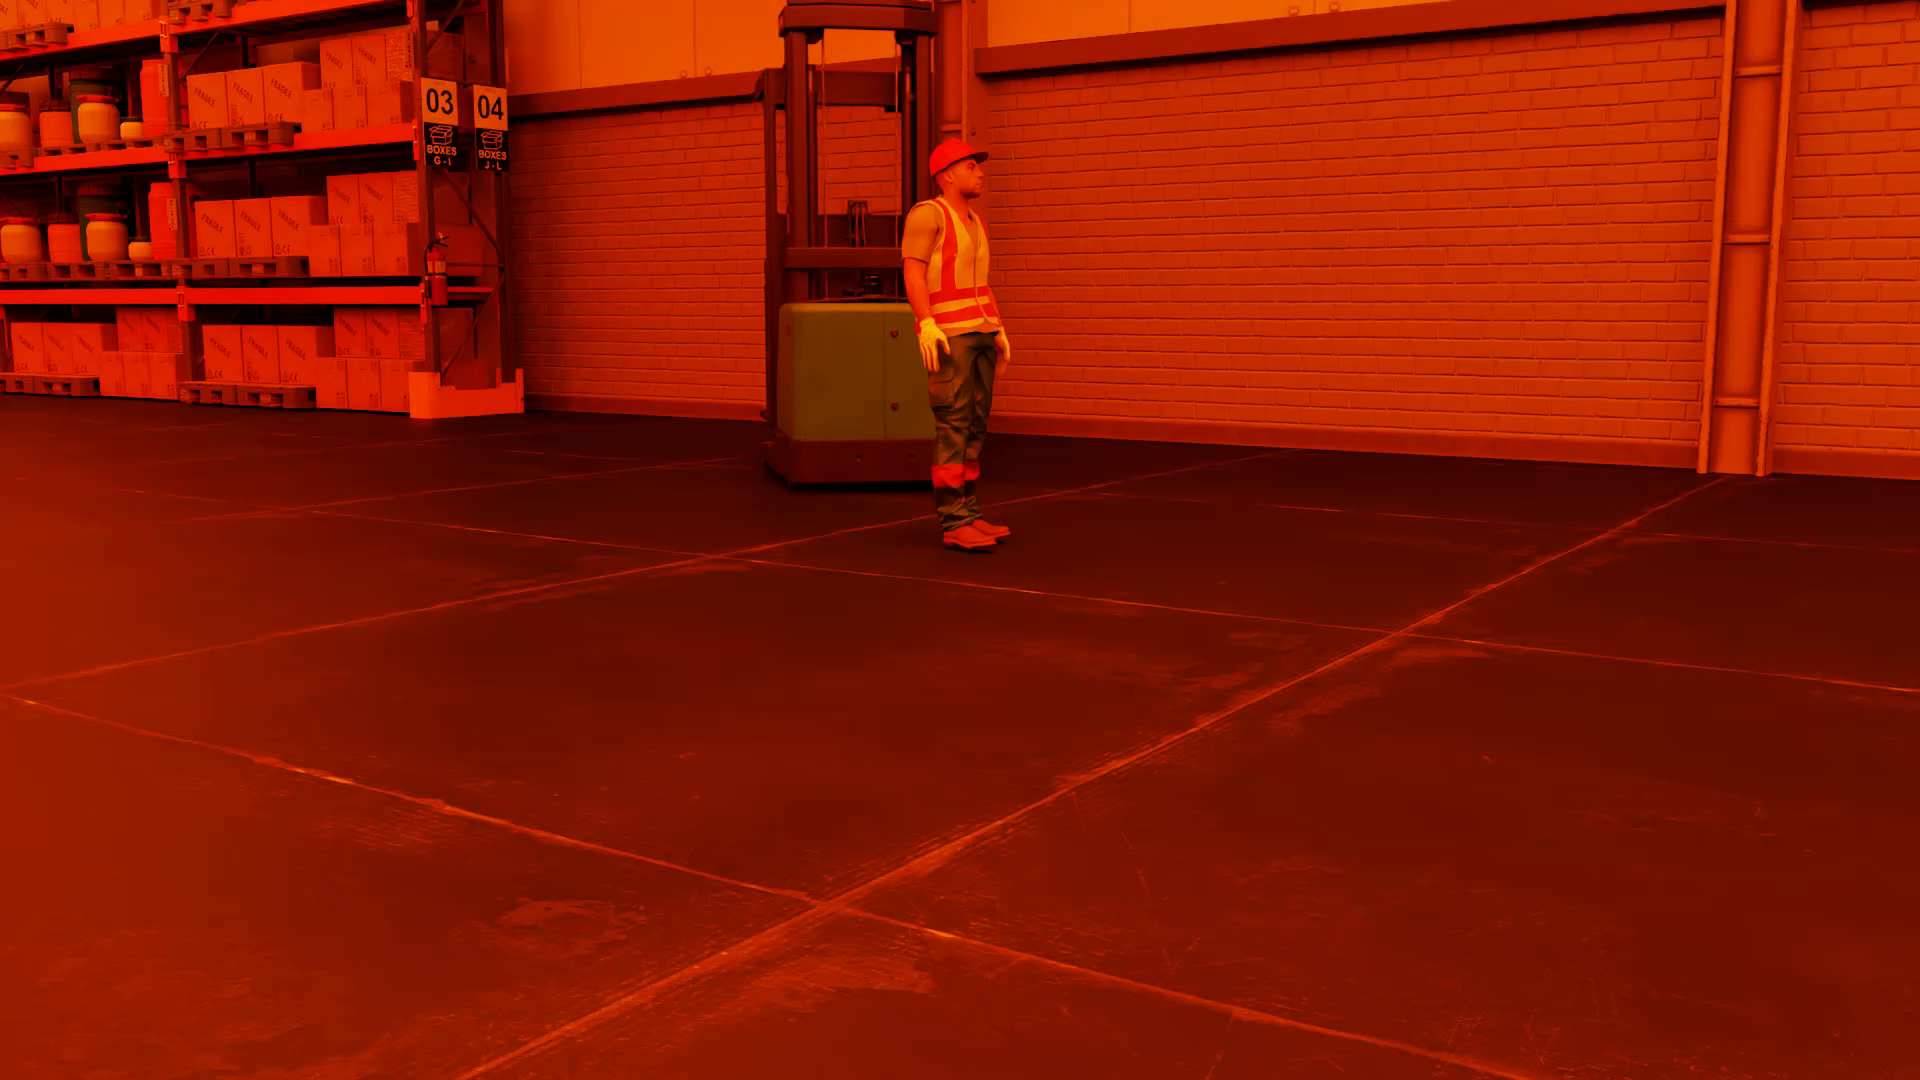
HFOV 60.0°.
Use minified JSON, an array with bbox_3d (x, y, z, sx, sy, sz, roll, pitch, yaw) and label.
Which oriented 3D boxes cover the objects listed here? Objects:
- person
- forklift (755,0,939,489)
[{"bbox_3d":[0.061,-0.885,7.423,0.562,1.789,0.638,5,10,34],"label":"person"},{"bbox_3d":[-0.723,-1.920,10.692,1.130,2.935,3.031,-2,8,-11],"label":"forklift"}]
